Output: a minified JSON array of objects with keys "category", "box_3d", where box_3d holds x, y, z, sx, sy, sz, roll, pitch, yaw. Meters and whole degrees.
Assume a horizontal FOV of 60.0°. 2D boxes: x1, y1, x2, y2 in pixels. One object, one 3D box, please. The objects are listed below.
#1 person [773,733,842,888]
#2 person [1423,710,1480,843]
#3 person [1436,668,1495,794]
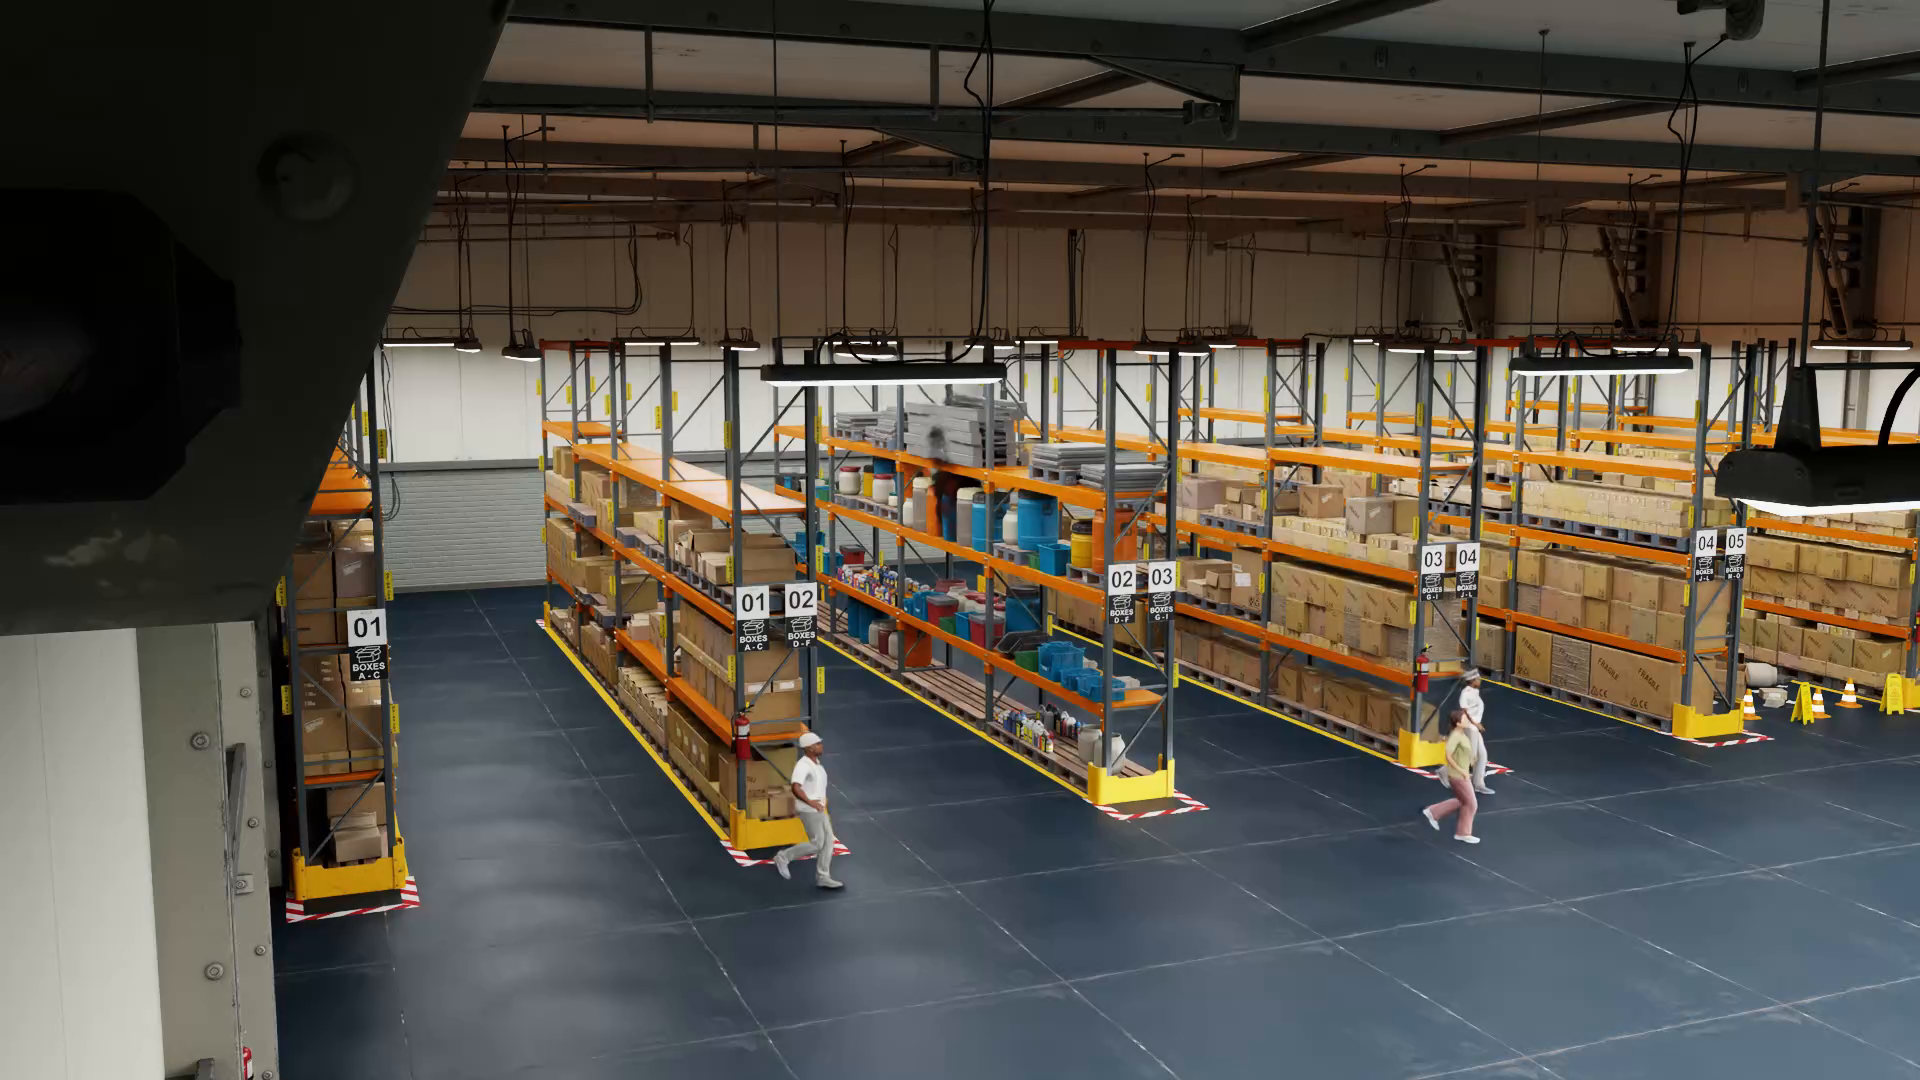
[{"category":"person","box_3d":[-1.685,3.040,18.878,0.791,1.711,0.758,1,8,8]},{"category":"person","box_3d":[6.049,2.885,20.392,0.687,1.653,0.575,2,8,15]},{"category":"person","box_3d":[6.920,2.574,22.645,0.776,1.655,0.654,3,8,21]}]
